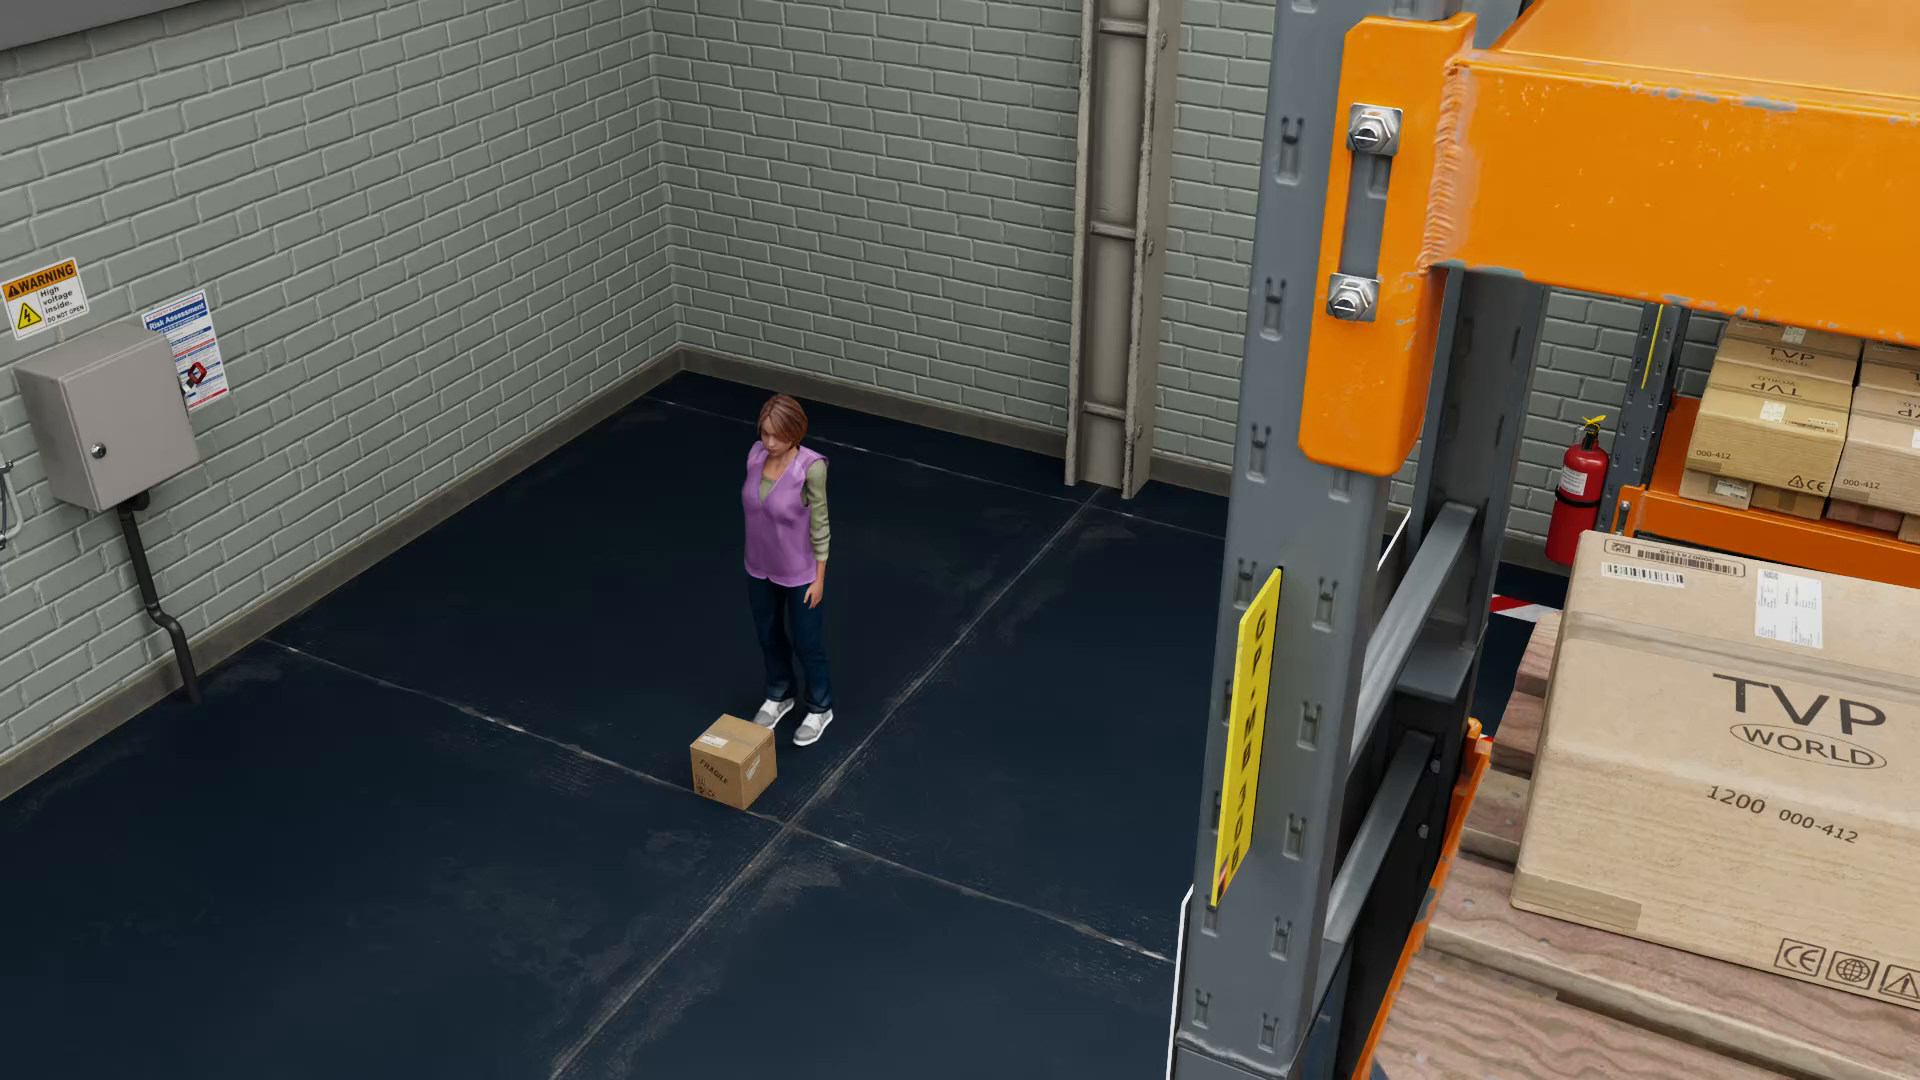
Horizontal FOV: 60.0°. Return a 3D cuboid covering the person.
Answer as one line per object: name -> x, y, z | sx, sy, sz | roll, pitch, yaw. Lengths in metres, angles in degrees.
person -> -0.711, 0.131, 6.923 | 0.406, 1.595, 0.304 | 15, 34, 24
